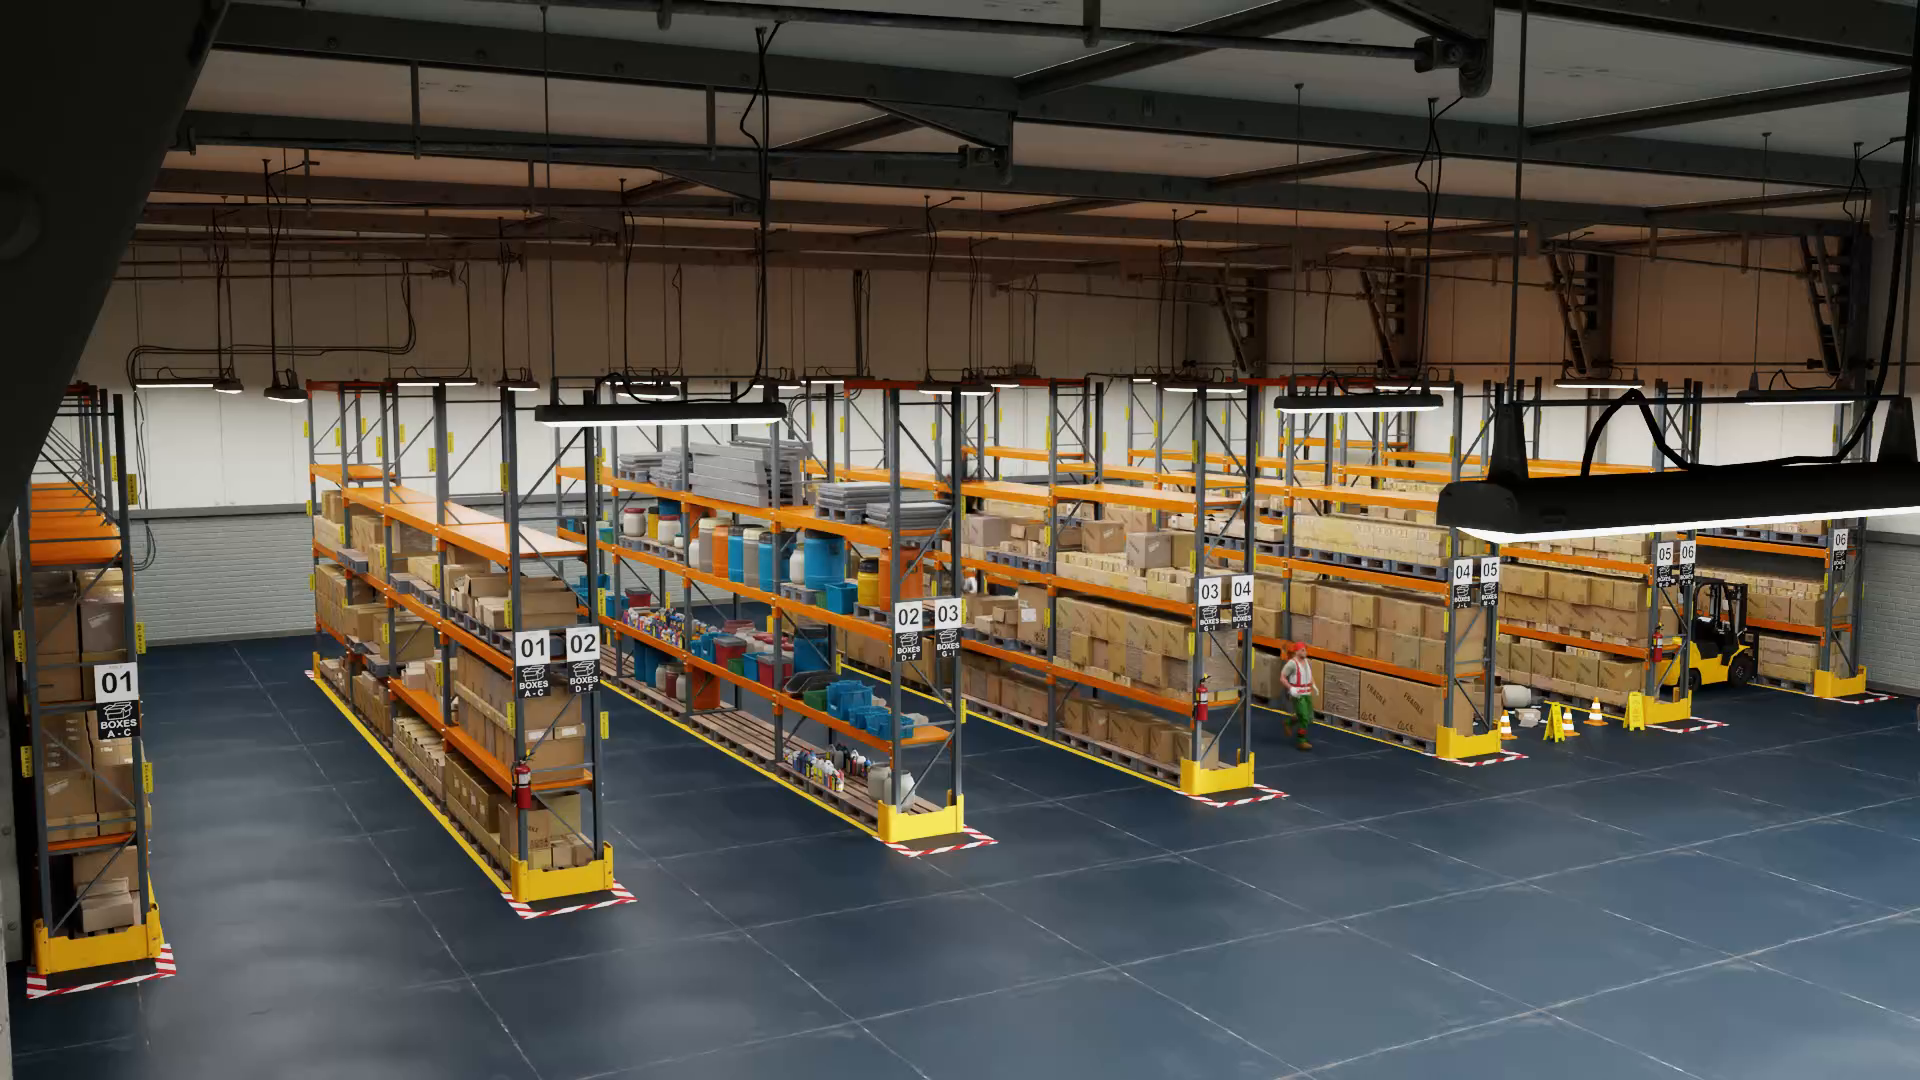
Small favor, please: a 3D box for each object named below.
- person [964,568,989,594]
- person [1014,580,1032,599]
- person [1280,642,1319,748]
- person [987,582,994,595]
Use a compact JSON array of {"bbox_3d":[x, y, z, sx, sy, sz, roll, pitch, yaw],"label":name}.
[{"bbox_3d":[0.369,1.448,37.652,0.691,1.784,0.970,-3,7,-28],"label":"person"},{"bbox_3d":[1.446,1.637,35.857,0.603,1.615,0.898,-3,7,-24],"label":"person"},{"bbox_3d":[5.561,2.541,27.481,0.677,1.747,0.724,-4,8,-36],"label":"person"},{"bbox_3d":[0.673,0.960,42.454,0.806,1.729,1.009,1,6,9],"label":"person"}]
